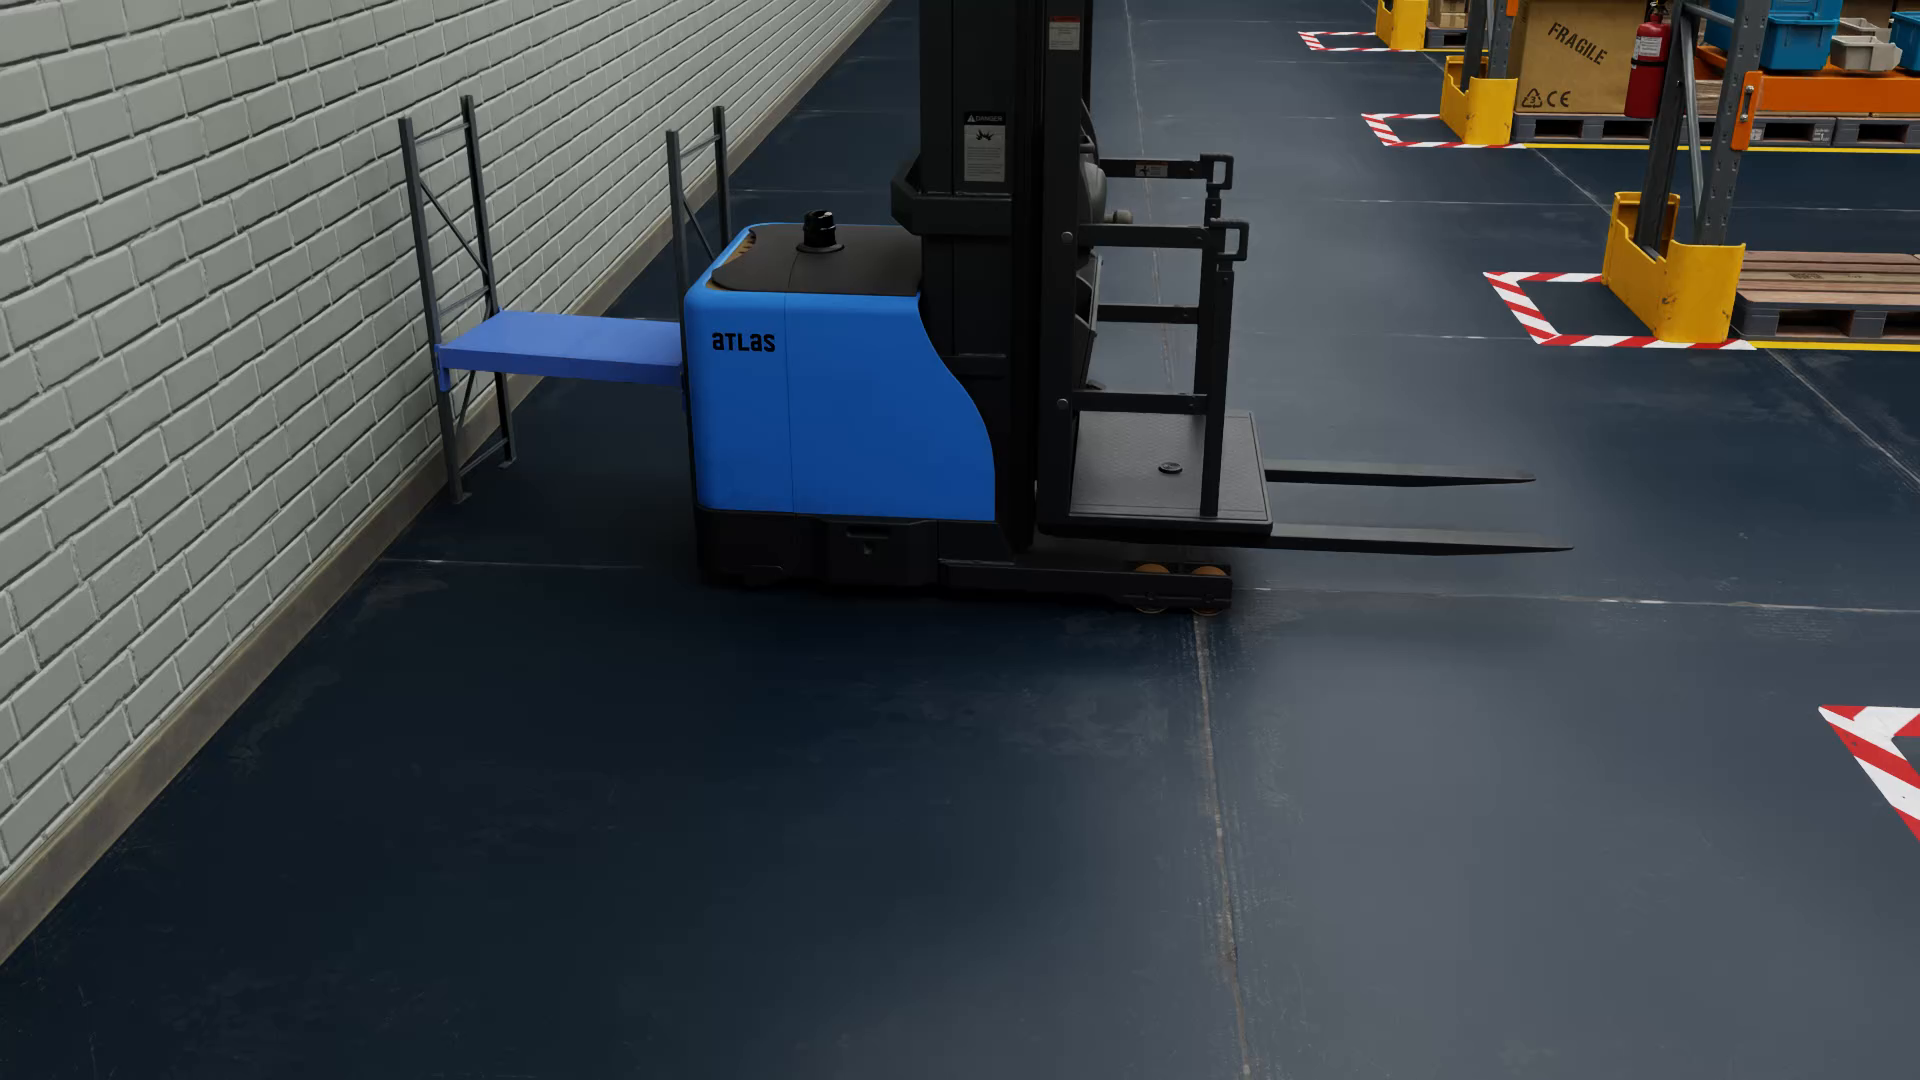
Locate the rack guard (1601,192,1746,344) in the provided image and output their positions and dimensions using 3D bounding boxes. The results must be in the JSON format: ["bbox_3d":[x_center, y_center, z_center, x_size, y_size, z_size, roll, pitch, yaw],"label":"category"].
[{"bbox_3d":[3.764,-1.466,8.837,0.348,0.500,1.175,2,25,4],"label":"rack guard"}]

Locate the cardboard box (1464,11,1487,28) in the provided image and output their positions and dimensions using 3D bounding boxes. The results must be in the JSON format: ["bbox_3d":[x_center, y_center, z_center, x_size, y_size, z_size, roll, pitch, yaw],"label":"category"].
[{"bbox_3d":[5.414,-5.506,17.535,0.250,0.149,0.380,2,25,4],"label":"cardboard box"}]

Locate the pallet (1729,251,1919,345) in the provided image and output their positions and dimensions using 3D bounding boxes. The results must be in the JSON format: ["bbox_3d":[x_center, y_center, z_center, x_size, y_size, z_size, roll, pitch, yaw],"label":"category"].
[{"bbox_3d":[4.608,-1.297,8.815,1.213,0.211,1.003,2,25,4],"label":"pallet"}]

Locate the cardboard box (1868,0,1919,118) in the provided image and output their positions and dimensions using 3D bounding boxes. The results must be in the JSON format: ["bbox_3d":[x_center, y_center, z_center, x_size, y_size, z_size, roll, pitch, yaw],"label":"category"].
[{"bbox_3d":[7.504,-3.822,13.008,0.875,0.875,0.875,2,25,4],"label":"cardboard box"}]

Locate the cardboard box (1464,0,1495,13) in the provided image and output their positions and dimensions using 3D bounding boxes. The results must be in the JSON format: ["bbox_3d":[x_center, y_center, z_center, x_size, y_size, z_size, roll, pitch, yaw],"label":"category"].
[{"bbox_3d":[5.420,-5.609,17.404,0.250,0.149,0.380,2,25,4],"label":"cardboard box"}]

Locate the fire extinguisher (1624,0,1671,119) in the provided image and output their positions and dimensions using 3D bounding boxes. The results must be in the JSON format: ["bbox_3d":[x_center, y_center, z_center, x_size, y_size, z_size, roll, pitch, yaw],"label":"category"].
[{"bbox_3d":[3.673,-2.596,8.841,0.183,0.674,0.296,2,25,4],"label":"fire extinguisher"}]

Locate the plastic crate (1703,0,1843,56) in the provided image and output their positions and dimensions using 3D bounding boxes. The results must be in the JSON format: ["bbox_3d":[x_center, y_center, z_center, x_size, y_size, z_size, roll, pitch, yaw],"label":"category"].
[{"bbox_3d":[4.137,-2.716,8.451,0.499,0.435,0.616,2,25,4],"label":"plastic crate"}]

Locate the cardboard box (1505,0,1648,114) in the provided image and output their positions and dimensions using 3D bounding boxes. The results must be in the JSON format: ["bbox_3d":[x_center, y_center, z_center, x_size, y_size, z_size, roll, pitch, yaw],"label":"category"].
[{"bbox_3d":[4.812,-3.909,13.196,0.875,0.875,0.875,2,25,4],"label":"cardboard box"}]

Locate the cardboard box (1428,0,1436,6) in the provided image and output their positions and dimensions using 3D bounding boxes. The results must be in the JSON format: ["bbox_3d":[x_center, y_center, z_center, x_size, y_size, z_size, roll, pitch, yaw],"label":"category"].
[{"bbox_3d":[5.196,-5.867,17.965,0.250,0.149,0.380,1,25,3],"label":"cardboard box"}]

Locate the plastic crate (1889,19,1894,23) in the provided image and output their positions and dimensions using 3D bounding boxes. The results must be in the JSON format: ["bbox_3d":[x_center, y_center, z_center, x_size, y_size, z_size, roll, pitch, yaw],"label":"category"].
[{"bbox_3d":[4.904,-2.548,8.442,0.243,0.136,0.396,2,25,4],"label":"plastic crate"}]

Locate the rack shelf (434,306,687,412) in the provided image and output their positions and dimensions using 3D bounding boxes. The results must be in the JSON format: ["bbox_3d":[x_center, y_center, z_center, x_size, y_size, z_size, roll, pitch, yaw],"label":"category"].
[{"bbox_3d":[-1.438,-0.709,6.426,1.000,0.185,0.538,5,25,12],"label":"rack shelf"}]

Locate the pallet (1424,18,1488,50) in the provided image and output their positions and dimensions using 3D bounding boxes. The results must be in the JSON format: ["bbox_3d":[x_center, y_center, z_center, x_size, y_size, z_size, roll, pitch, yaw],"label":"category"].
[{"bbox_3d":[5.531,-5.424,17.786,1.213,0.211,1.003,2,25,4],"label":"pallet"}]

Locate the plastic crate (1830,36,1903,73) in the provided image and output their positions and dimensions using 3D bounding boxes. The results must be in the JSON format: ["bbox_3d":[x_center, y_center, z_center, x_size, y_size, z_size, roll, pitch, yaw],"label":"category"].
[{"bbox_3d":[4.323,-2.324,7.955,0.298,0.136,0.250,2,25,4],"label":"plastic crate"}]

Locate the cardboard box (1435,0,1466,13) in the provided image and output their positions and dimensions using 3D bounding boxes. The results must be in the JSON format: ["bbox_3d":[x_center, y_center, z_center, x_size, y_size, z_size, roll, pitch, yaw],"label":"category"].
[{"bbox_3d":[5.151,-5.641,17.474,0.250,0.149,0.380,3,25,6],"label":"cardboard box"}]

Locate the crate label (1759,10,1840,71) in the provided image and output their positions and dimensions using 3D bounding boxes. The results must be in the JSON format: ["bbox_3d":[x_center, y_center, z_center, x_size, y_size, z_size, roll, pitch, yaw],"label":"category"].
[{"bbox_3d":[4.010,-2.412,8.032,0.303,0.233,0.416,2,25,4],"label":"crate label"}]

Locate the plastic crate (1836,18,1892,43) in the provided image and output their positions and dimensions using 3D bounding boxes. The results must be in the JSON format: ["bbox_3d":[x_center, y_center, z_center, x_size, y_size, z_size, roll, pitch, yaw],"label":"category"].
[{"bbox_3d":[4.616,-2.563,8.475,0.243,0.136,0.396,2,25,4],"label":"plastic crate"}]

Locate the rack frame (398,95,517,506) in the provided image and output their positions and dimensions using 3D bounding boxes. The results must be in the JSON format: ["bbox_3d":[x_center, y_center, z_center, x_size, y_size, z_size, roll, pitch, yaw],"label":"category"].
[{"bbox_3d":[-1.933,-0.920,6.455,0.032,1.500,0.500,5,25,12],"label":"rack frame"}]

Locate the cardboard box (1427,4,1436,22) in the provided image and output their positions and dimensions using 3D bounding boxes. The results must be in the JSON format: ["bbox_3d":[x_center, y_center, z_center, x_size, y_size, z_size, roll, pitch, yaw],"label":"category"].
[{"bbox_3d":[5.189,-5.700,17.957,0.250,0.149,0.380,2,25,5],"label":"cardboard box"}]

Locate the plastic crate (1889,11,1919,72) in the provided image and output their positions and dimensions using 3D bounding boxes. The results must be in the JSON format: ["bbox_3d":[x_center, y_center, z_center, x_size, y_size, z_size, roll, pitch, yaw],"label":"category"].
[{"bbox_3d":[4.666,-2.391,7.986,0.300,0.233,0.416,2,25,4],"label":"plastic crate"}]

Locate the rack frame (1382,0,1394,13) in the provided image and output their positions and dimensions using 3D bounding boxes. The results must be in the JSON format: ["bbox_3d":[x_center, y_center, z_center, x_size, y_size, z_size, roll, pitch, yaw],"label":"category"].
[{"bbox_3d":[4.648,-6.734,17.297,0.127,3.000,1.000,2,25,4],"label":"rack frame"}]

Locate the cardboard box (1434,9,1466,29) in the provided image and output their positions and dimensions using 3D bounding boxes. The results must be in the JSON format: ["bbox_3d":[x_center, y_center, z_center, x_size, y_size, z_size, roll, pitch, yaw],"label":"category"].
[{"bbox_3d":[5.146,-5.480,17.479,0.250,0.149,0.380,2,25,5],"label":"cardboard box"}]

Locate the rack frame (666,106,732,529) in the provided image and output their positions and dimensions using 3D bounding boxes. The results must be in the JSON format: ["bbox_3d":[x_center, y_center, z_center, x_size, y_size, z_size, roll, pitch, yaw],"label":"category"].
[{"bbox_3d":[-0.942,-0.825,6.248,0.032,1.500,0.500,5,25,12],"label":"rack frame"}]

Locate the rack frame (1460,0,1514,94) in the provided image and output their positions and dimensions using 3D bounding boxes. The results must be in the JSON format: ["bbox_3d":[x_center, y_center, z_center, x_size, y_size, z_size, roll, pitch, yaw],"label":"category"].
[{"bbox_3d":[4.168,-4.670,12.811,0.127,3.000,1.000,2,25,4],"label":"rack frame"}]

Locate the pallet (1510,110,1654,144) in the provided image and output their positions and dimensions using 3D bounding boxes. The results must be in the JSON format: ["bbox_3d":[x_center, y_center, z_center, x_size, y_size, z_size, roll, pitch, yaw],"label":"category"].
[{"bbox_3d":[4.971,-3.410,13.409,1.213,0.211,1.003,2,25,4],"label":"pallet"}]

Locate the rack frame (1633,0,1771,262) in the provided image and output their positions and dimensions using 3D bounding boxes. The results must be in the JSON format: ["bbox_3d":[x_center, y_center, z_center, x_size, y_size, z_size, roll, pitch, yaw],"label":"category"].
[{"bbox_3d":[3.789,-2.606,8.325,0.127,3.000,1.000,2,25,4],"label":"rack frame"}]

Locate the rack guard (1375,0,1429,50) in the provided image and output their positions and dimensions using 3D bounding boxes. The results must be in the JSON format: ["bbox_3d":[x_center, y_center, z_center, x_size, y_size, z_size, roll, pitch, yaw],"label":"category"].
[{"bbox_3d":[4.724,-5.596,17.814,0.348,0.500,1.175,2,25,4],"label":"rack guard"}]

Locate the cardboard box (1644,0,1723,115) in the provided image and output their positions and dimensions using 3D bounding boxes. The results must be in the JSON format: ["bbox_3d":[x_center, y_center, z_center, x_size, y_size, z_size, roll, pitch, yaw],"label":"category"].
[{"bbox_3d":[5.719,-3.880,13.132,0.875,0.875,0.875,2,25,4],"label":"cardboard box"}]

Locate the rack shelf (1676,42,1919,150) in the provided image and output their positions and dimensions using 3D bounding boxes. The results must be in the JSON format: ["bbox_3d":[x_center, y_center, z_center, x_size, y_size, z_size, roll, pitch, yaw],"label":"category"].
[{"bbox_3d":[5.783,-2.215,8.336,4.000,0.370,1.077,2,25,4],"label":"rack shelf"}]

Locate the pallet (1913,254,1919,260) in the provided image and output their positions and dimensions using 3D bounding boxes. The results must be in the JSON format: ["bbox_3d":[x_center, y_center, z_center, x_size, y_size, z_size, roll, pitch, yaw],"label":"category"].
[{"bbox_3d":[5.821,-1.257,8.728,1.213,0.211,1.003,2,25,4],"label":"pallet"}]

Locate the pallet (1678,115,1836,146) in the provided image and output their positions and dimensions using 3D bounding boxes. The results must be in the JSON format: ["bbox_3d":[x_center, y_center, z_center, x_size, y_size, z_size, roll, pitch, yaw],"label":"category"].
[{"bbox_3d":[6.184,-3.370,13.322,1.213,0.211,1.003,2,25,4],"label":"pallet"}]

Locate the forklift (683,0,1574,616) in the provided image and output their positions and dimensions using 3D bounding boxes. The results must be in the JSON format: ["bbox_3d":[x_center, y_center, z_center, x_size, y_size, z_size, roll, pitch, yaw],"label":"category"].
[{"bbox_3d":[0.619,-1.305,5.580,3.031,2.935,1.130,2,25,5],"label":"forklift"}]

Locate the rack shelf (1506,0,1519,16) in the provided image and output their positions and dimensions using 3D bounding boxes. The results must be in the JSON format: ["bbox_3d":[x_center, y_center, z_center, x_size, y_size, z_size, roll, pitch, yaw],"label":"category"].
[{"bbox_3d":[6.162,-4.279,12.823,4.000,0.370,1.077,2,25,4],"label":"rack shelf"}]

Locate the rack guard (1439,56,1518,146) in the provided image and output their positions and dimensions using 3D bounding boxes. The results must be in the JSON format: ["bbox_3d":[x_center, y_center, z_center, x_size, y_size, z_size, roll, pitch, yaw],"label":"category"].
[{"bbox_3d":[4.144,-3.536,13.335,0.348,0.500,1.175,2,25,4],"label":"rack guard"}]

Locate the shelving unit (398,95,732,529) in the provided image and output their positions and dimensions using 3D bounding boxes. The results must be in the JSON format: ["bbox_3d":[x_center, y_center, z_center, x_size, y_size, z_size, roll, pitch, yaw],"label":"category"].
[{"bbox_3d":[-1.438,-0.872,6.351,1.048,1.500,0.538,5,25,12],"label":"shelving unit"}]

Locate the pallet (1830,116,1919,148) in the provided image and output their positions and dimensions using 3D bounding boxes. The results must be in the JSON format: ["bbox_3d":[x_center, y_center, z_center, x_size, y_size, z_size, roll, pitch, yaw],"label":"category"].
[{"bbox_3d":[7.404,-3.332,13.240,1.213,0.211,1.003,2,25,4],"label":"pallet"}]

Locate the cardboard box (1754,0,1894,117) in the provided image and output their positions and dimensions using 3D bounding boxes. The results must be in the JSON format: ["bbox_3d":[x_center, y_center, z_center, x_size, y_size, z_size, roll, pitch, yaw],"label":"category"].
[{"bbox_3d":[6.607,-3.851,13.070,0.875,0.875,0.875,2,25,4],"label":"cardboard box"}]

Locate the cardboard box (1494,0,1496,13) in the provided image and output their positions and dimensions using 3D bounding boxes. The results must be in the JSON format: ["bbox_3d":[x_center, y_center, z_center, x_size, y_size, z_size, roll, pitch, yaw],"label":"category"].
[{"bbox_3d":[5.671,-5.638,17.467,0.250,0.149,0.380,2,25,5],"label":"cardboard box"}]
